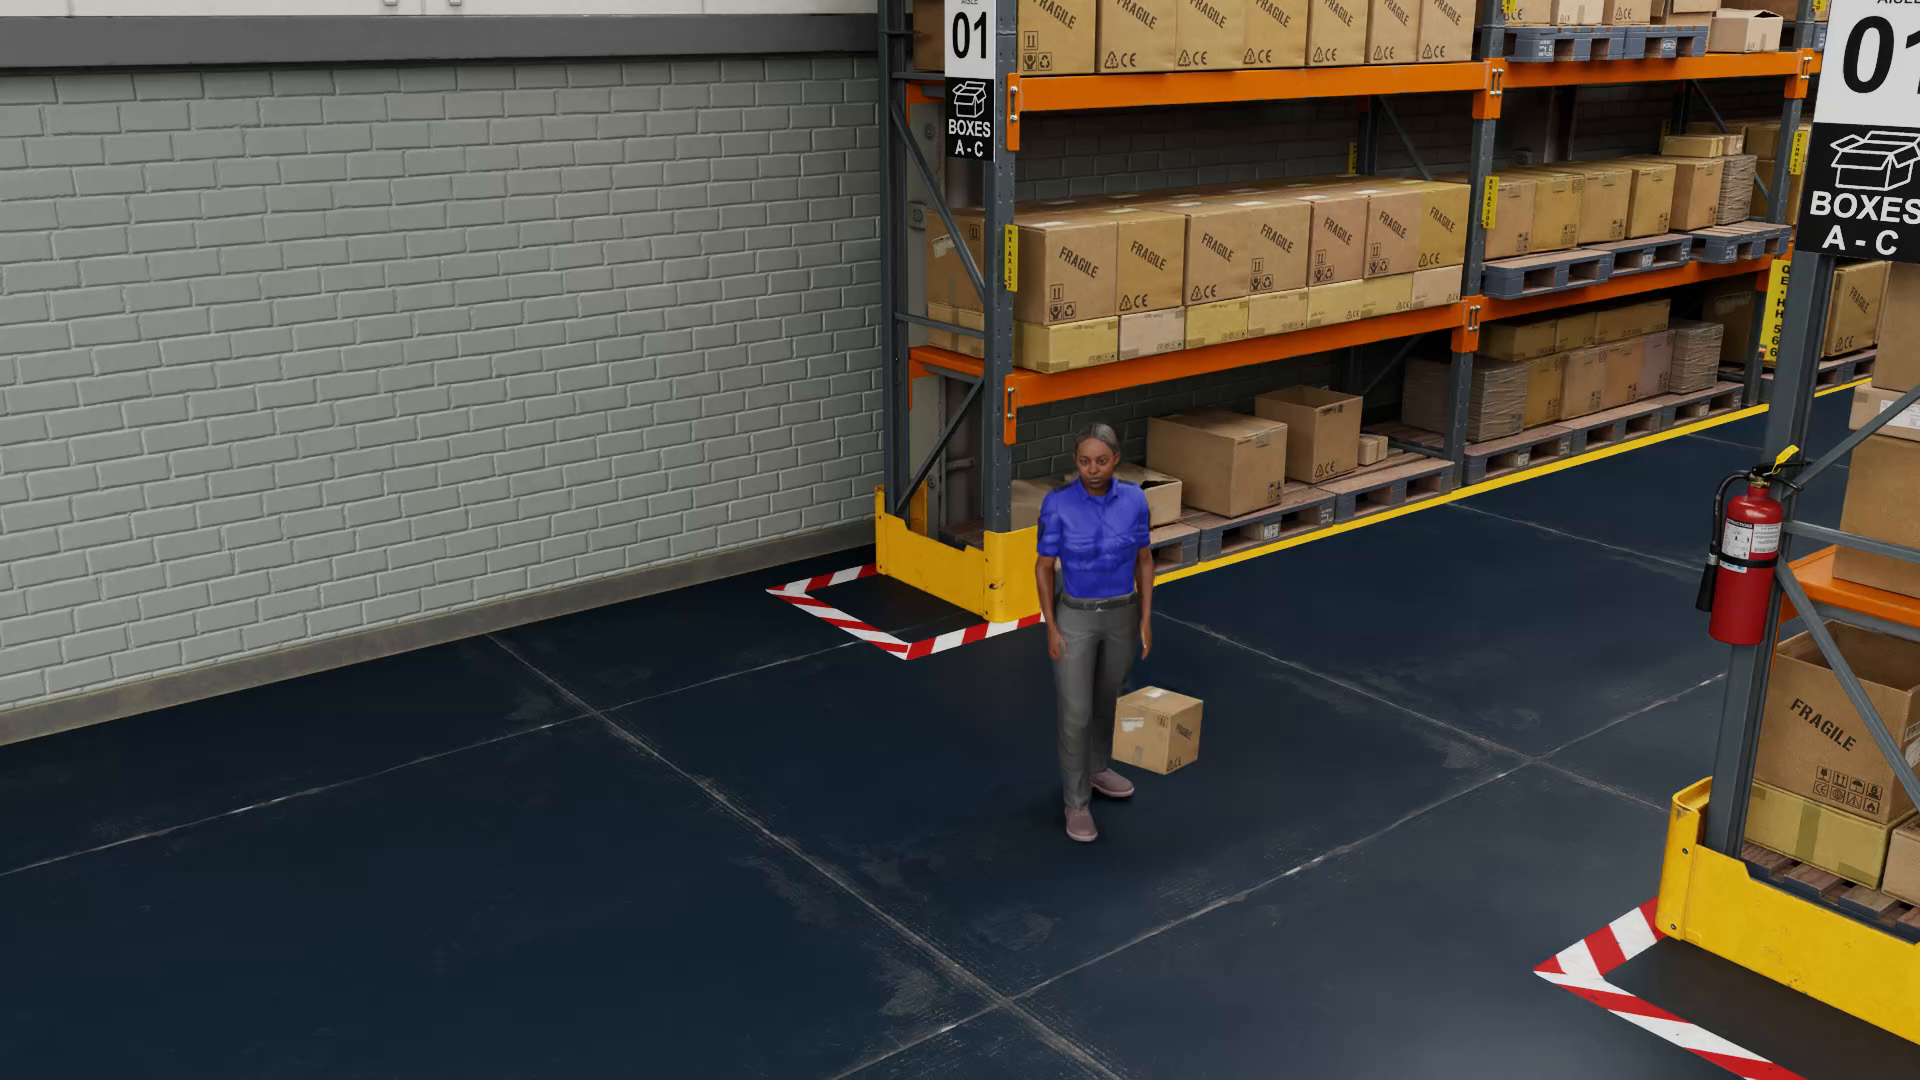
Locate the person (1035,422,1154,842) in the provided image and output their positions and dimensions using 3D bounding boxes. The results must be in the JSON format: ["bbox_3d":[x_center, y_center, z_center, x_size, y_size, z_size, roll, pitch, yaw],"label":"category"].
[{"bbox_3d":[0.522,0.322,6.562,0.474,1.647,0.558,-5,18,-14],"label":"person"}]
